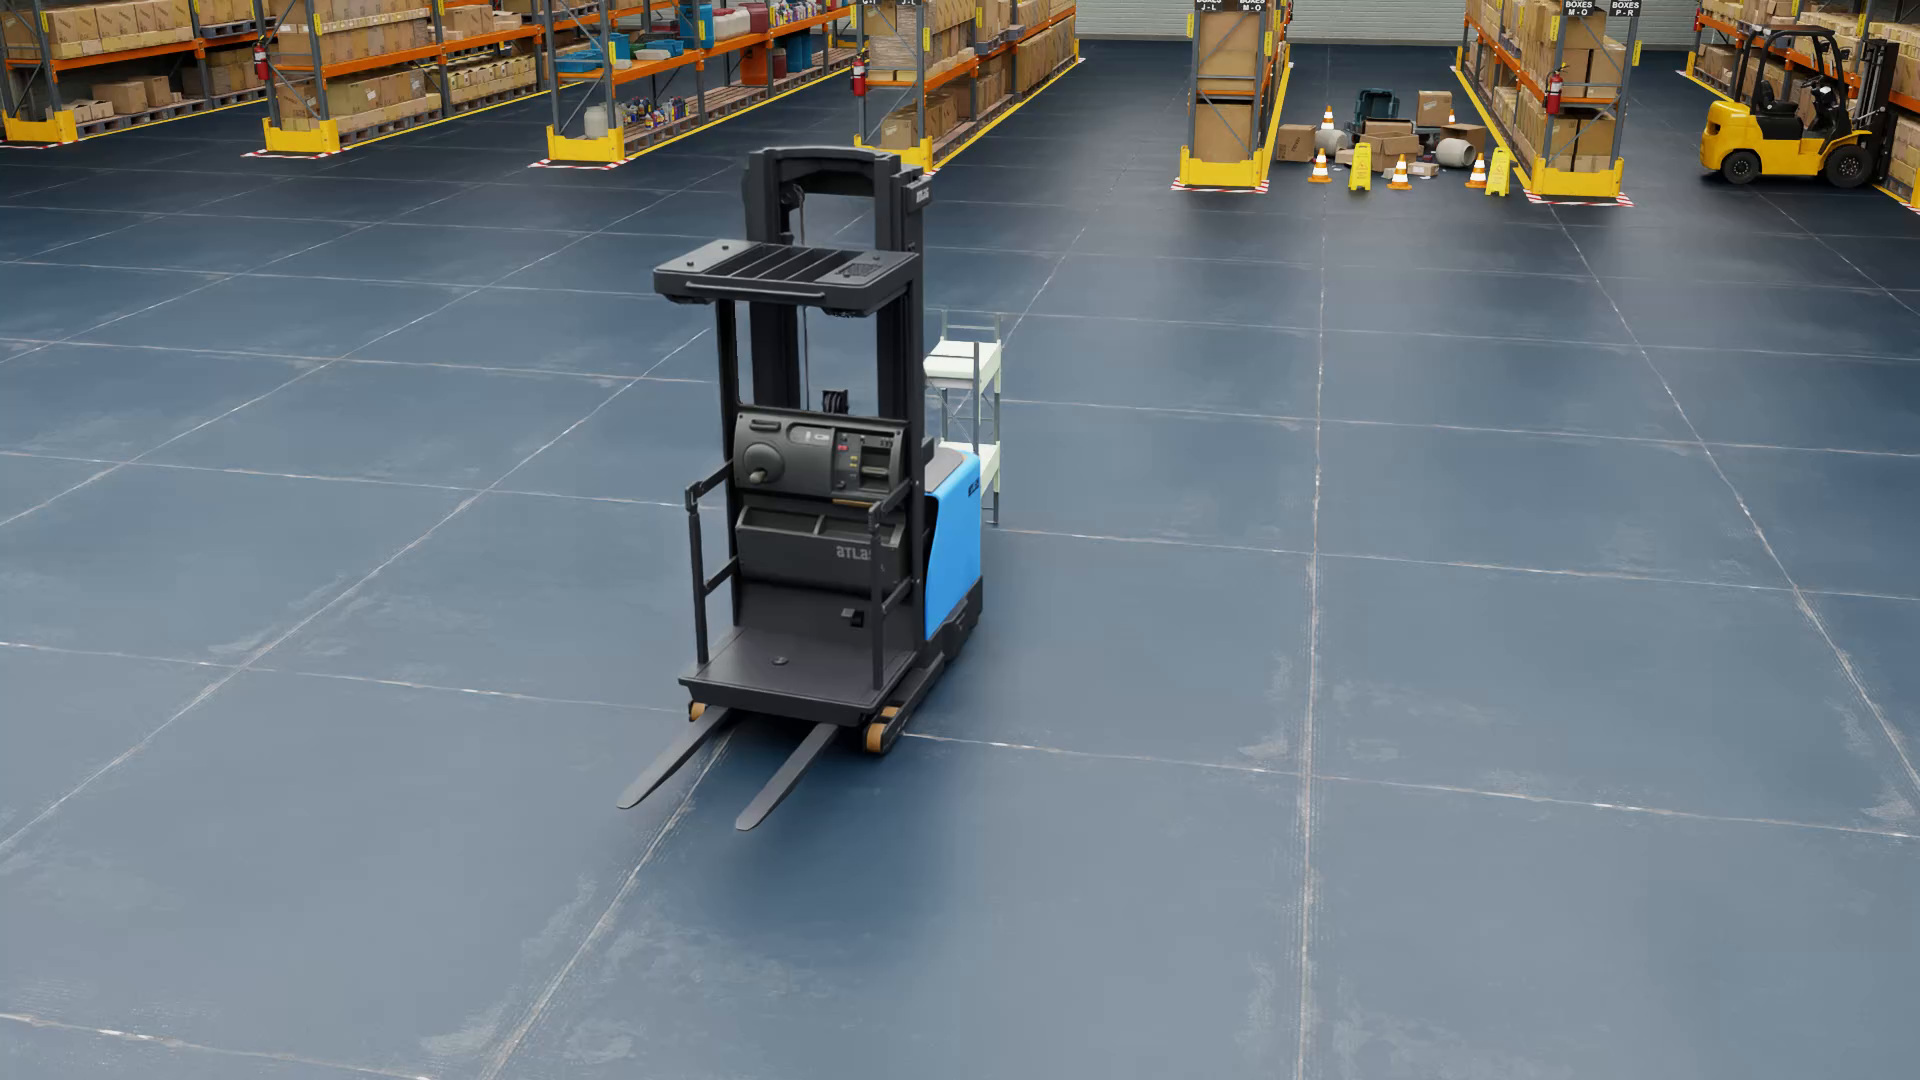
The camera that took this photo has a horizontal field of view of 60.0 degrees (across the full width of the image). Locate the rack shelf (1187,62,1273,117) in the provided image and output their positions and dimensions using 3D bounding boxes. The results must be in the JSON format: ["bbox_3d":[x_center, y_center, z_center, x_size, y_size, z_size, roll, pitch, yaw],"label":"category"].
[{"bbox_3d":[4.213,-7.005,25.693,1.077,0.370,4.000,4,22,11],"label":"rack shelf"}]

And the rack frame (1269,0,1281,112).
[{"bbox_3d":[5.437,-9.533,31.008,1.000,3.000,0.127,4,22,11],"label":"rack frame"}]

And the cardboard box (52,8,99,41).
[{"bbox_3d":[-15.075,-8.774,28.294,0.500,0.500,0.500,5,22,11],"label":"cardboard box"}]

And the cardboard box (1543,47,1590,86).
[{"bbox_3d":[8.512,-6.670,23.368,0.500,0.500,0.500,4,22,10],"label":"cardboard box"}]

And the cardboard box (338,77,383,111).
[{"bbox_3d":[-10.210,-7.592,28.303,0.500,0.500,0.500,4,22,11],"label":"cardboard box"}]

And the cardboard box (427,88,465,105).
[{"bbox_3d":[-9.586,-8.289,31.039,0.500,0.250,0.500,4,22,10],"label":"cardboard box"}]

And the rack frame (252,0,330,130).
[{"bbox_3d":[-10.727,-7.778,26.652,1.000,3.000,0.127,4,22,11],"label":"rack frame"}]

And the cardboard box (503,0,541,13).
[{"bbox_3d":[-9.077,-11.184,34.413,0.700,0.500,0.500,-3,22,-7],"label":"cardboard box"}]

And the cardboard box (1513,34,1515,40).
[{"bbox_3d":[9.815,-8.775,28.901,0.380,0.149,0.250,6,23,14],"label":"cardboard box"}]

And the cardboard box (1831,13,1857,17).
[{"bbox_3d":[15.296,-9.028,28.753,0.380,0.149,0.250,5,23,13],"label":"cardboard box"}]

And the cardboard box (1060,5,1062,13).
[{"bbox_3d":[2.068,-11.851,37.100,0.380,0.149,0.250,5,22,12],"label":"cardboard box"}]

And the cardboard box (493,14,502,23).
[{"bbox_3d":[-9.467,-10.350,33.158,0.500,0.311,0.500,4,22,10],"label":"cardboard box"}]

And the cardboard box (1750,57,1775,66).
[{"bbox_3d":[15.624,-9.301,32.349,0.380,0.149,0.250,3,22,8],"label":"cardboard box"}]

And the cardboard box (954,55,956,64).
[{"bbox_3d":[-0.274,-7.814,27.076,0.380,0.149,0.250,4,22,11],"label":"cardboard box"}]

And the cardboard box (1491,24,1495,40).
[{"bbox_3d":[10.242,-9.515,31.166,0.500,0.250,0.500,5,22,12],"label":"cardboard box"}]

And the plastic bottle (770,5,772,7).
[{"bbox_3d":[-4.087,-11.252,35.442,0.152,0.276,0.135,4,22,11],"label":"plastic bottle"}]

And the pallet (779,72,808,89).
[{"bbox_3d":[-3.875,-9.768,35.325,1.003,0.211,1.213,4,22,11],"label":"pallet"}]

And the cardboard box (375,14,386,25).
[{"bbox_3d":[-10.069,-8.911,28.462,0.380,0.149,0.250,5,23,13],"label":"cardboard box"}]

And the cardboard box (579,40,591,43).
[{"bbox_3d":[-8.208,-10.829,36.984,0.500,0.500,0.500,5,22,11],"label":"cardboard box"}]

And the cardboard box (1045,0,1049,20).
[{"bbox_3d":[1.590,-11.265,35.175,0.500,0.500,0.500,5,22,11],"label":"cardboard box"}]

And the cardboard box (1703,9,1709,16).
[{"bbox_3d":[16.461,-11.525,36.291,0.380,0.149,0.250,4,22,11],"label":"cardboard box"}]

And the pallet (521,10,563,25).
[{"bbox_3d":[-9.025,-10.868,34.581,1.213,0.211,1.003,4,22,11],"label":"pallet"}]

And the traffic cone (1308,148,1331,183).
[{"bbox_3d":[5.303,-5.516,24.430,0.336,0.463,0.334,4,22,11],"label":"traffic cone"}]

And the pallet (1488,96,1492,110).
[{"bbox_3d":[10.538,-8.181,31.385,1.003,0.211,1.213,4,22,11],"label":"pallet"}]

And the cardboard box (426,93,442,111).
[{"bbox_3d":[-9.792,-7.974,30.257,0.500,0.250,0.500,4,22,11],"label":"cardboard box"}]

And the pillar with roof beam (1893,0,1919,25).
[{"bbox_3d":[11.566,-11.381,27.566,9.100,9.000,0.400,4,22,11],"label":"pillar with roof beam"}]

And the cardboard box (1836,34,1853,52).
[{"bbox_3d":[14.295,-7.902,26.491,0.500,0.250,0.500,4,22,10],"label":"cardboard box"}]

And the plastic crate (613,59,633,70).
[{"bbox_3d":[-5.381,-7.580,26.512,0.298,0.136,0.250,4,22,11],"label":"plastic crate"}]

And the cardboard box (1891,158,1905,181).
[{"bbox_3d":[13.429,-5.186,23.333,0.500,0.250,0.500,4,22,11],"label":"cardboard box"}]

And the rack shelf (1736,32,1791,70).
[{"bbox_3d":[15.572,-9.213,31.177,1.077,0.370,4.000,4,22,11],"label":"rack shelf"}]

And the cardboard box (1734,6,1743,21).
[{"bbox_3d":[15.845,-10.551,33.340,0.500,0.250,0.500,5,22,12],"label":"cardboard box"}]

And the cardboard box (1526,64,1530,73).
[{"bbox_3d":[9.109,-7.426,26.112,0.380,0.149,0.250,5,22,12],"label":"cardboard box"}]

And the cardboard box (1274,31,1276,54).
[{"bbox_3d":[5.094,-8.473,28.242,0.500,0.500,0.500,5,22,11],"label":"cardboard box"}]

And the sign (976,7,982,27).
[{"bbox_3d":[0.319,-8.848,28.148,0.100,0.325,0.005,4,22,11],"label":"sign"}]

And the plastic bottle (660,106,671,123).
[{"bbox_3d":[-5.054,-7.298,28.516,0.152,0.276,0.135,5,22,12],"label":"plastic bottle"}]

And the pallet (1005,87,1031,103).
[{"bbox_3d":[0.837,-8.937,33.261,1.003,0.211,1.213,4,22,11],"label":"pallet"}]

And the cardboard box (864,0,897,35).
[{"bbox_3d":[-1.160,-7.890,25.059,0.500,0.500,0.500,4,22,11],"label":"cardboard box"}]

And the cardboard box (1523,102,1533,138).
[{"bbox_3d":[8.898,-6.415,25.382,0.500,0.500,0.500,6,23,14],"label":"cardboard box"}]

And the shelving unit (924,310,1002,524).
[{"bbox_3d":[-0.001,-0.693,11.067,0.431,1.500,0.755,4,22,11],"label":"shelving unit"}]

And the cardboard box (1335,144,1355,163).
[{"bbox_3d":[6.073,-6.032,25.977,0.396,0.266,0.258,8,23,20],"label":"cardboard box"}]

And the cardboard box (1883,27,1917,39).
[{"bbox_3d":[13.831,-7.461,24.463,0.380,0.149,0.250,5,22,12],"label":"cardboard box"}]

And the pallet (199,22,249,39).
[{"bbox_3d":[-14.463,-9.797,31.921,1.003,0.211,1.213,4,22,11],"label":"pallet"}]

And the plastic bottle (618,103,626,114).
[{"bbox_3d":[-5.797,-7.282,28.375,0.144,0.351,0.185,5,23,13],"label":"plastic bottle"}]

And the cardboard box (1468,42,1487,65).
[{"bbox_3d":[11.899,-10.875,37.209,0.875,0.438,0.875,4,22,9],"label":"cardboard box"}]

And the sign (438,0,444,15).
[{"bbox_3d":[-9.367,-9.638,30.004,0.100,0.325,0.005,4,22,11],"label":"sign"}]

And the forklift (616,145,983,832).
[{"bbox_3d":[-0.806,-0.418,8.467,1.130,2.935,3.031,7,23,17],"label":"forklift"}]

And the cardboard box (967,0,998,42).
[{"bbox_3d":[0.085,-9.238,28.910,1.000,1.000,1.000,5,22,11],"label":"cardboard box"}]

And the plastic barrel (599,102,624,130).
[{"bbox_3d":[-5.717,-6.870,27.165,0.421,0.512,0.421,0,22,0],"label":"plastic barrel"}]

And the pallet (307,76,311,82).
[{"bbox_3d":[-13.710,-10.070,36.073,1.003,0.211,1.213,4,22,11],"label":"pallet"}]

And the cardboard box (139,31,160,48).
[{"bbox_3d":[-14.758,-8.994,29.845,0.500,0.250,0.500,4,22,11],"label":"cardboard box"}]

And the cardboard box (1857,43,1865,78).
[{"bbox_3d":[14.001,-7.256,25.222,0.500,0.500,0.500,4,22,9],"label":"cardboard box"}]

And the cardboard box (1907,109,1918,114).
[{"bbox_3d":[14.231,-6.170,24.439,0.500,0.250,0.500,5,22,11],"label":"cardboard box"}]

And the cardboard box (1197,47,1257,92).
[{"bbox_3d":[3.836,-6.816,24.060,0.875,0.550,0.550,4,22,11],"label":"cardboard box"}]
